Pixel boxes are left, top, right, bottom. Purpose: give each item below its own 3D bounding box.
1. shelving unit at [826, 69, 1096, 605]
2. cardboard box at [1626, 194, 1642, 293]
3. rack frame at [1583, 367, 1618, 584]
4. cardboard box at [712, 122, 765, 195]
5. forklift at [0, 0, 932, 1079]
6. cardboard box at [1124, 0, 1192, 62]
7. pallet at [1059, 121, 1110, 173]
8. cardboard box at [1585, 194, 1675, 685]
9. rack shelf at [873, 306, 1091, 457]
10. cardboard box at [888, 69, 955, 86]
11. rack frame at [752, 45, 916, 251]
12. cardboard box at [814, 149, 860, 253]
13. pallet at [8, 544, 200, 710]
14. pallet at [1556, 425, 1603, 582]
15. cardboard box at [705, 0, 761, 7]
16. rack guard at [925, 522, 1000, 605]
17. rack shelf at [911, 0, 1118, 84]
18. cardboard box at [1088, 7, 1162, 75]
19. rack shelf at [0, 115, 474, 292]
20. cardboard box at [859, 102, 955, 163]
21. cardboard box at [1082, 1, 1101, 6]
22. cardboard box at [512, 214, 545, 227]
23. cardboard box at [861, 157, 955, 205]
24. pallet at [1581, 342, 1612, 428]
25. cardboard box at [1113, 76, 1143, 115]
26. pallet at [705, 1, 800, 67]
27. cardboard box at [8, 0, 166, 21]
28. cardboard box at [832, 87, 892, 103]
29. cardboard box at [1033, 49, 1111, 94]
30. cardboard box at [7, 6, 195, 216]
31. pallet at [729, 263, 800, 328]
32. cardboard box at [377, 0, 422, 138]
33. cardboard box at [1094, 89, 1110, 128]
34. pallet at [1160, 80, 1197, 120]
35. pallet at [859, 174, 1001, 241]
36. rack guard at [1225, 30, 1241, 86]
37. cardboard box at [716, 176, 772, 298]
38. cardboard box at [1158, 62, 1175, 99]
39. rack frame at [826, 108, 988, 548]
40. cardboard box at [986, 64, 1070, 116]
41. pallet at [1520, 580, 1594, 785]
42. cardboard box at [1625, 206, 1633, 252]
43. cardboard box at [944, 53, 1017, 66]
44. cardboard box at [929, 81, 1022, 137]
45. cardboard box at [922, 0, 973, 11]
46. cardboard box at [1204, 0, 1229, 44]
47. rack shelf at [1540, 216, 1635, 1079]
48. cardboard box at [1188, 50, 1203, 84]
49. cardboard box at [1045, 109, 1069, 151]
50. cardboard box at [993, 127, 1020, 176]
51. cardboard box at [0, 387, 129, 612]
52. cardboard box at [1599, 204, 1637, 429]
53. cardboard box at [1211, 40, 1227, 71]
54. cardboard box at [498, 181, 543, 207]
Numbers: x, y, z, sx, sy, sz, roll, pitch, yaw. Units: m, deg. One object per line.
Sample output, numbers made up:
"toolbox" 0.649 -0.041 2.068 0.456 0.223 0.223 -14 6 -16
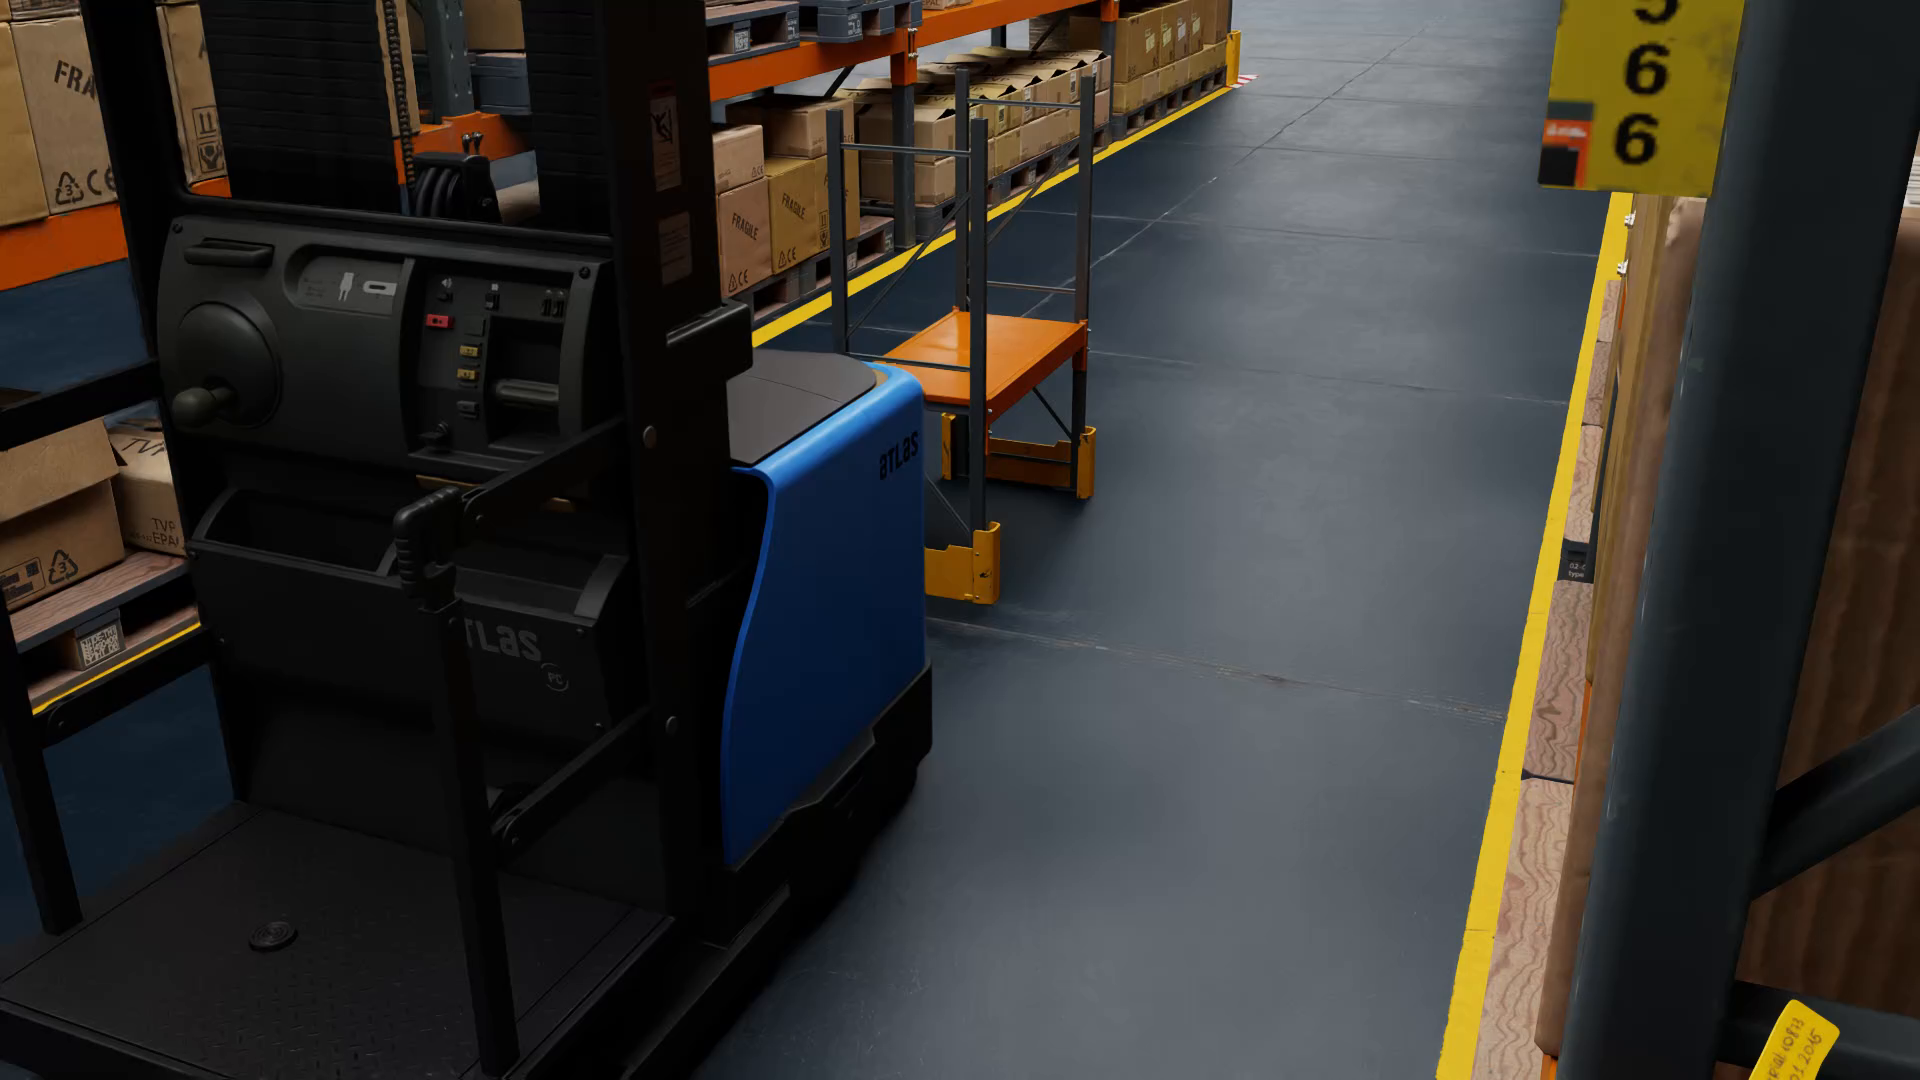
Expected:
"shelving unit" 0.028 -0.719 5.526 0.587 1.500 1.083 9 24 20
"cardboard box" 1.871 -0.739 3.237 0.980 0.700 0.700 8 24 19
"rack frame" 2.364 -1.052 4.378 1.000 3.000 0.127 9 24 20
"cardboard box" -1.274 -1.832 7.942 0.500 0.250 0.500 8 24 19
"forklift" -1.109 -0.321 2.716 1.130 2.935 3.031 9 24 21
"cardboard box" 1.753 -4.552 14.806 0.500 0.500 0.500 9 24 20
"pallet" 0.497 -3.067 12.819 1.003 0.211 1.213 9 24 20
"cardboard box" 1.318 -0.205 1.961 0.980 0.700 0.700 9 24 20
"rack shelf" 0.032 -0.557 5.603 0.538 0.185 1.000 9 24 20
"cardboard box" -0.220 -3.144 11.681 0.500 0.311 0.500 9 24 22
"rack frame" -0.751 -3.192 9.499 1.000 3.000 0.127 9 24 20
"cardboard box" -0.881 -1.873 9.015 0.500 0.500 0.500 10 25 22
"pallet" -2.945 0.210 4.973 1.003 0.211 1.213 9 24 20
"pallet" 2.580 -0.053 5.602 1.003 0.211 1.213 9 24 20
"cardboard box" -1.397 -2.890 8.103 0.700 0.500 0.500 14 26 30
"rack guard" -0.157 0.036 5.340 0.587 0.250 0.087 9 24 20
"rack shelf" -0.008 -3.575 11.351 1.077 0.370 4.000 9 24 20
"cardboard box" 1.376 -4.195 13.952 0.500 0.500 0.500 9 24 20
"rack shelf" -2.980 -0.713 4.498 1.077 0.370 4.000 9 24 20
"cardboard box" -0.284 -2.521 10.188 0.500 0.311 0.500 10 25 22
"cardboard box" 1.083 -4.448 14.557 0.500 0.500 0.500 9 24 20
"cardboard box" -1.643 -1.141 7.261 0.500 0.500 0.500 9 24 21
"cardboard box" -0.284 -2.262 10.296 0.500 0.250 0.500 9 24 20
"pallet" 3.032 -0.491 6.651 1.003 0.211 1.213 9 24 20
"cardboard box" 1.188 -3.671 13.669 0.500 0.250 0.500 9 24 20
"pallet" -1.469 -2.407 7.869 1.003 0.211 1.213 9 24 20
"cardboard box" -2.560 -1.686 4.467 0.500 0.500 0.500 9 24 20
"cardboard box" -0.598 -2.785 10.821 0.500 0.311 0.500 8 24 19
"cardboard box" 0.850 -3.621 12.822 0.500 0.311 0.500 9 24 20
"cardboard box" -2.563 -1.222 4.654 0.500 0.500 0.500 9 24 21
"pallet" -1.518 -1.208 8.369 1.003 0.211 1.213 9 24 20
"cardboard box" -2.184 -1.591 5.537 0.500 0.500 0.500 9 24 21
"cardboard box" 0.850 -3.358 12.921 0.500 0.250 0.500 9 24 20
"pallet" 1.521 -4.053 15.179 1.003 0.211 1.213 9 24 20
"pallet" -0.409 -2.194 10.729 1.003 0.211 1.213 9 24 20
"rack guard" 2.229 -4.910 16.855 1.175 0.500 0.348 9 24 20
"cardboard box" -1.262 -1.499 8.120 0.500 0.500 0.500 8 24 18
"cardboard box" 1.569 -4.027 14.522 0.500 0.250 0.500 9 24 20
"rack frame" -0.157 -0.541 5.098 0.500 1.500 0.032 9 24 20
"cardboard box" 0.475 -3.256 11.947 0.500 0.311 0.500 9 24 20
"pallet" 2.009 0.495 4.291 1.003 0.211 1.213 9 24 20
"cardboard box" 3.455 -1.441 7.553 0.750 0.750 0.750 8 24 19
"cardboard box" 0.159 -3.516 12.571 0.500 0.311 0.500 8 24 19
"cardboard box" 0.095 -2.892 11.077 0.500 0.311 0.500 8 24 19
"cardboard box" -0.239 -3.443 10.216 0.500 0.311 0.500 8 24 19
"cardboard box" 2.298 -5.091 16.096 0.500 0.500 0.500 9 24 20
"rack shelf" 1.621 -0.005 2.803 1.077 0.370 4.000 9 24 20
"cardboard box" 1.937 -4.385 15.380 0.500 0.250 0.500 9 24 20
"cardboard box" 0.471 -2.994 12.049 0.500 0.250 0.500 9 24 21
"cardboard box" 0.089 -2.629 11.175 0.500 0.250 0.500 8 24 19
"cardboard box" -2.930 -0.138 4.857 0.797 0.503 0.637 9 24 20
"cardboard box" 2.812 -0.824 6.075 0.750 0.750 0.750 10 24 22
"cardboard box" 2.296 -4.745 16.241 0.500 0.250 0.500 9 24 20
"cardboard box" -1.942 -1.383 7.841 0.500 0.500 0.500 9 24 21
